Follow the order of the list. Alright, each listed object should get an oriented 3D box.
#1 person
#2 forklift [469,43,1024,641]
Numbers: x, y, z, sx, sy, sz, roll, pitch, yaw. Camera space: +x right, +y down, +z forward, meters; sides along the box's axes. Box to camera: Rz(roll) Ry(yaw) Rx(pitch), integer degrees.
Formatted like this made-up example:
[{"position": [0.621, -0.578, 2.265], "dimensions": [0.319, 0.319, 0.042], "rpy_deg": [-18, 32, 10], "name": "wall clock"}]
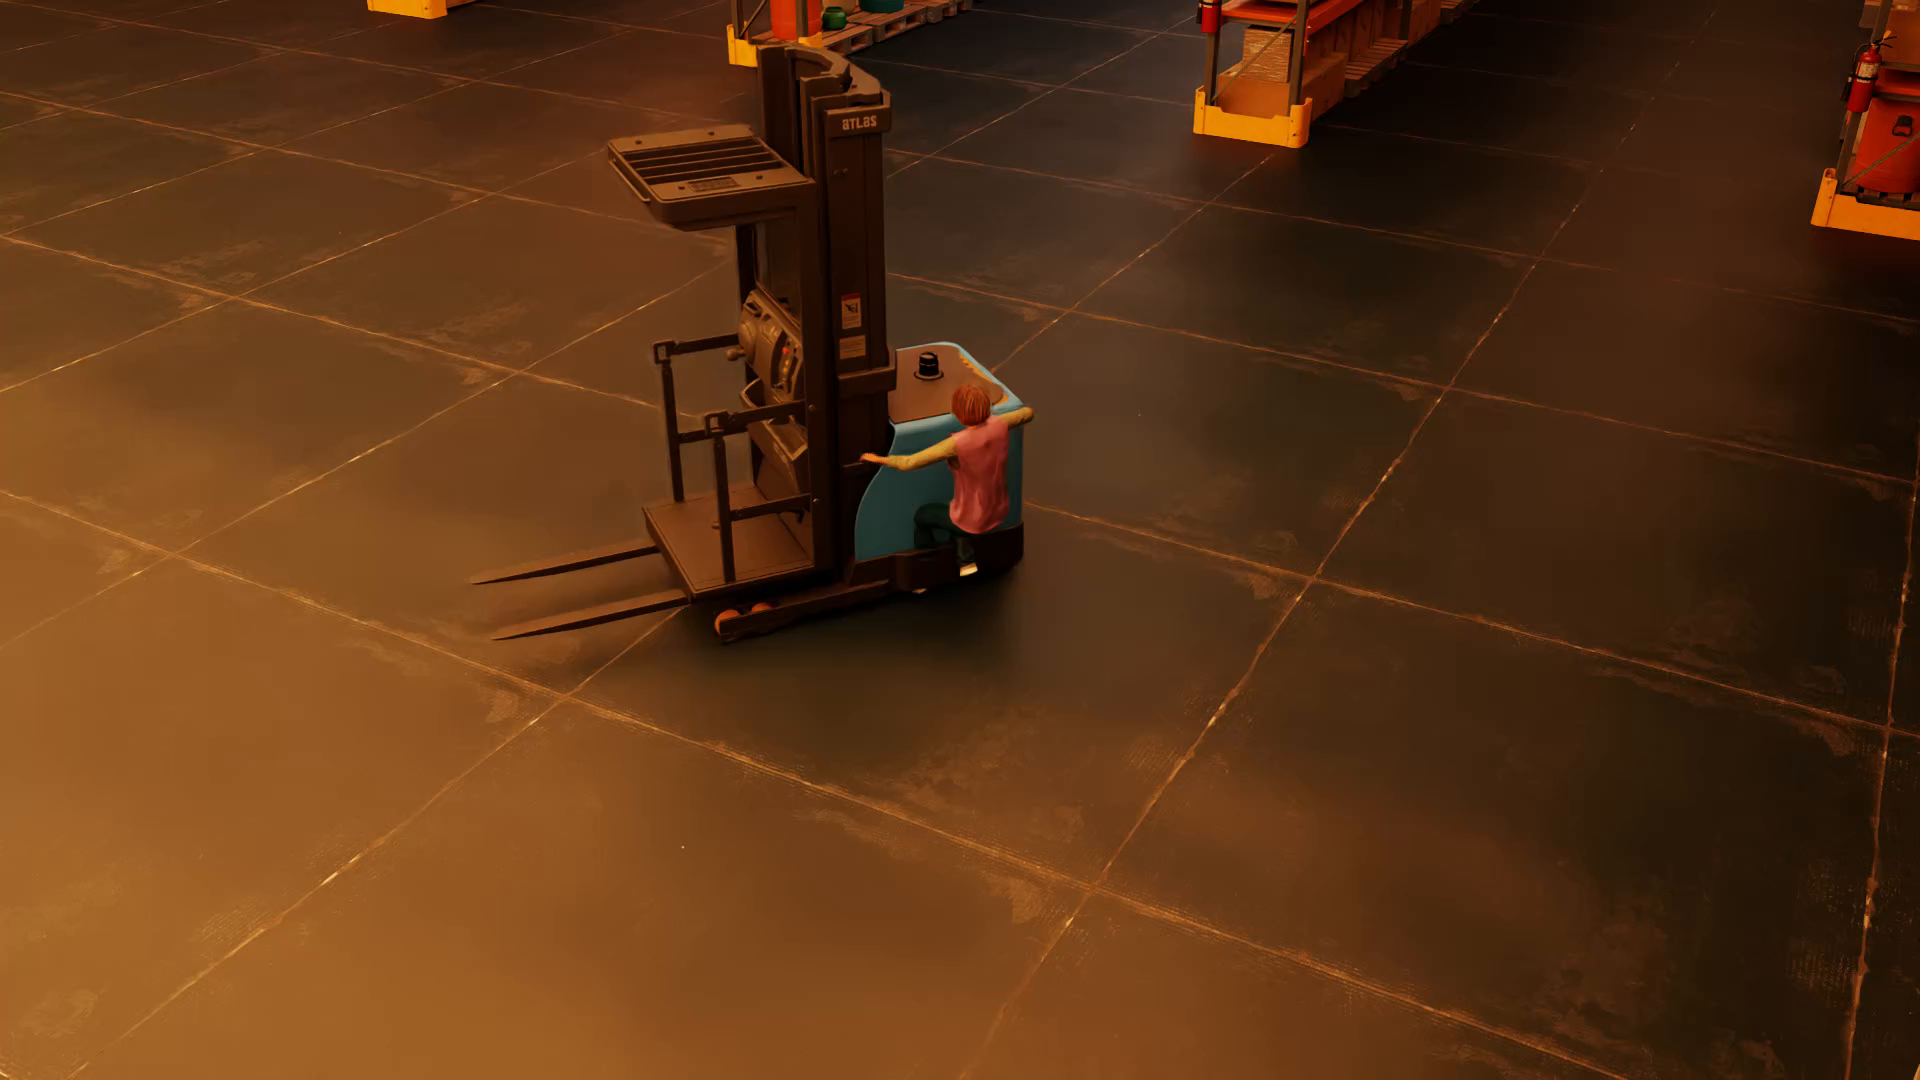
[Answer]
[{"position": [-0.049, -0.303, 9.131], "dimensions": [0.946, 1.378, 0.743], "rpy_deg": [-26, 39, -37], "name": "person"}, {"position": [-1.195, -1.021, 8.839], "dimensions": [3.031, 2.935, 1.130], "rpy_deg": [-13, 32, -21], "name": "forklift"}]
